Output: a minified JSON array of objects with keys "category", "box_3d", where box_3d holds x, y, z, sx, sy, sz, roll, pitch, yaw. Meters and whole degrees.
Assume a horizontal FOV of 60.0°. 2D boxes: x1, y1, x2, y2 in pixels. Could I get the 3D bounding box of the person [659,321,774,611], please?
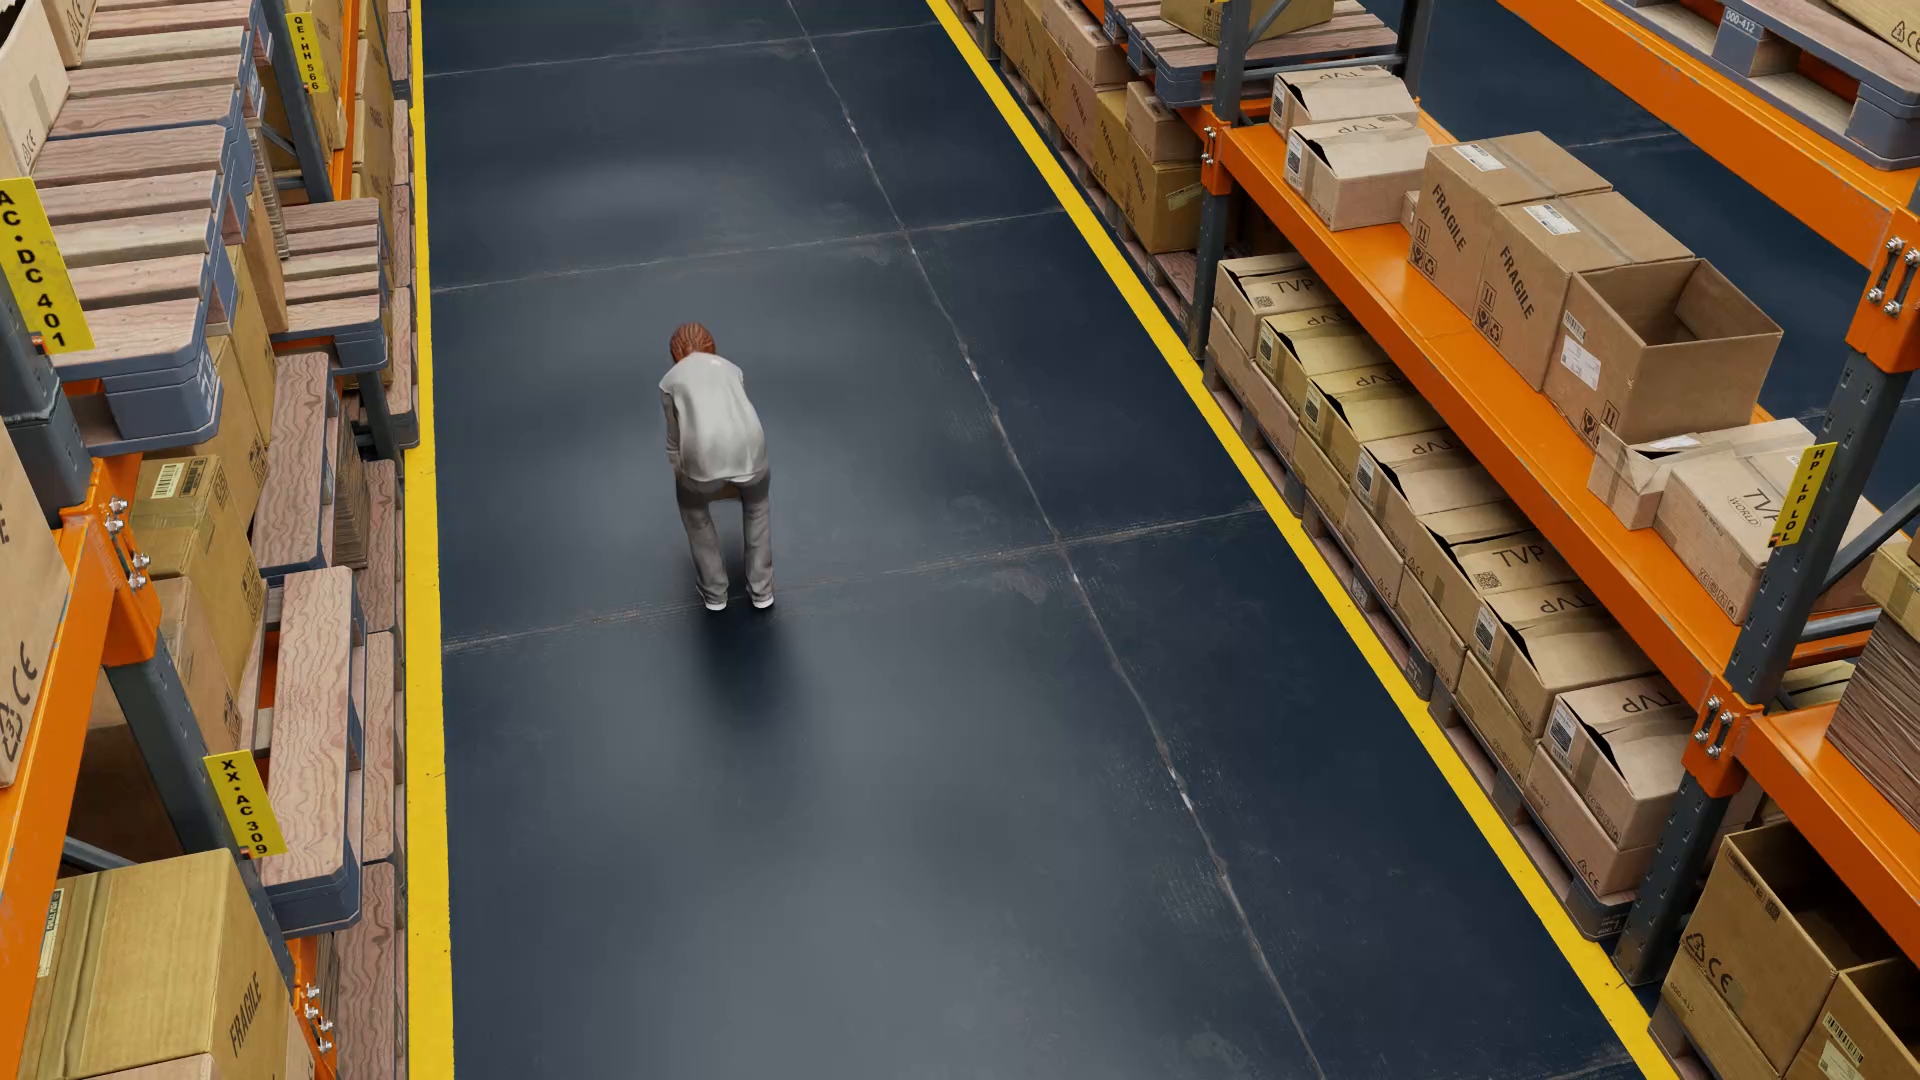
[{"category":"person","box_3d":[-1.015,-0.284,6.958,0.386,1.047,0.864,-11,40,-13]}]
